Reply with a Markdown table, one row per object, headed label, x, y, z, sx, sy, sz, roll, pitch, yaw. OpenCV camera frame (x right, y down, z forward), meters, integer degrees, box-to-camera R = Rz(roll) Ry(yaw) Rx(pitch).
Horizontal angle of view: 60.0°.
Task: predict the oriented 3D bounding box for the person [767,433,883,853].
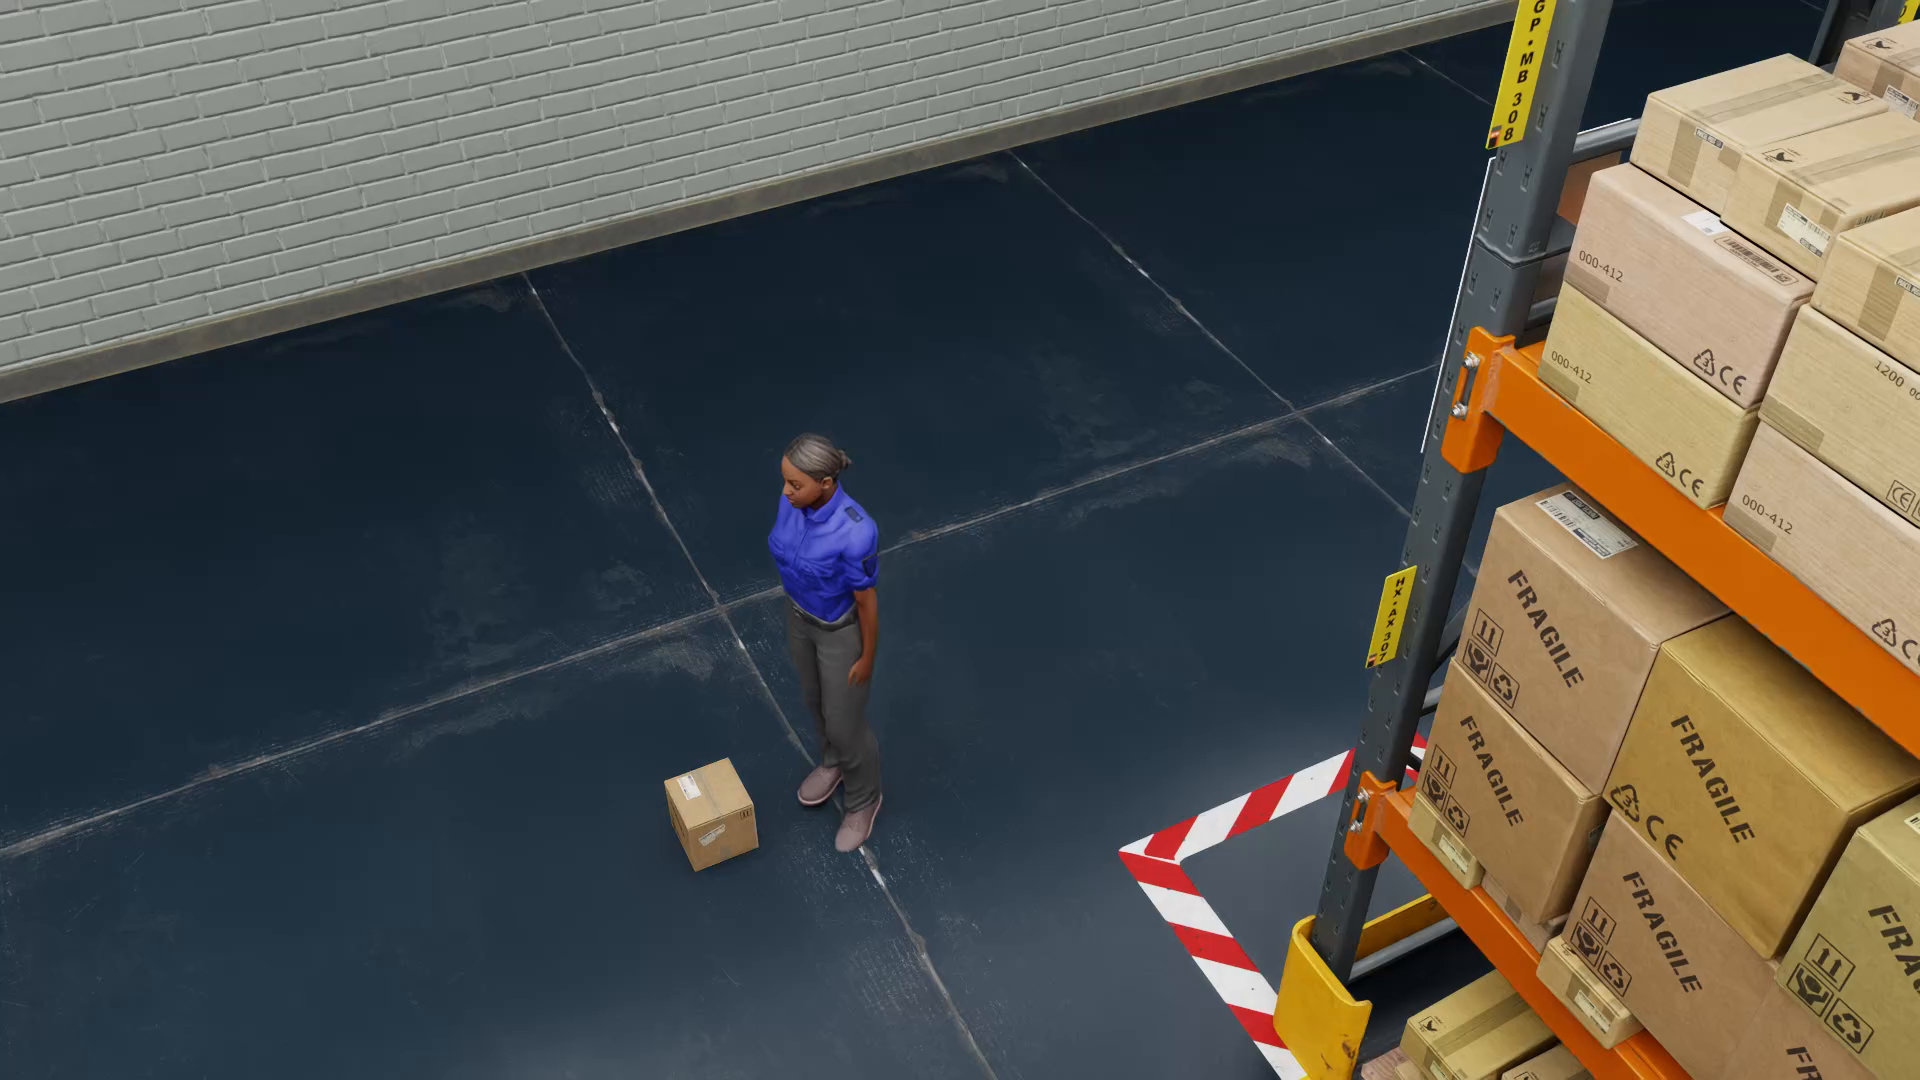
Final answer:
| label | x | y | z | sx | sy | sz | roll | pitch | yaw |
| --- | --- | --- | --- | --- | --- | --- | --- | --- | --- |
| person | -0.468 | 0.349 | 5.786 | 0.372 | 1.708 | 0.520 | -33 | 51 | -31 |
